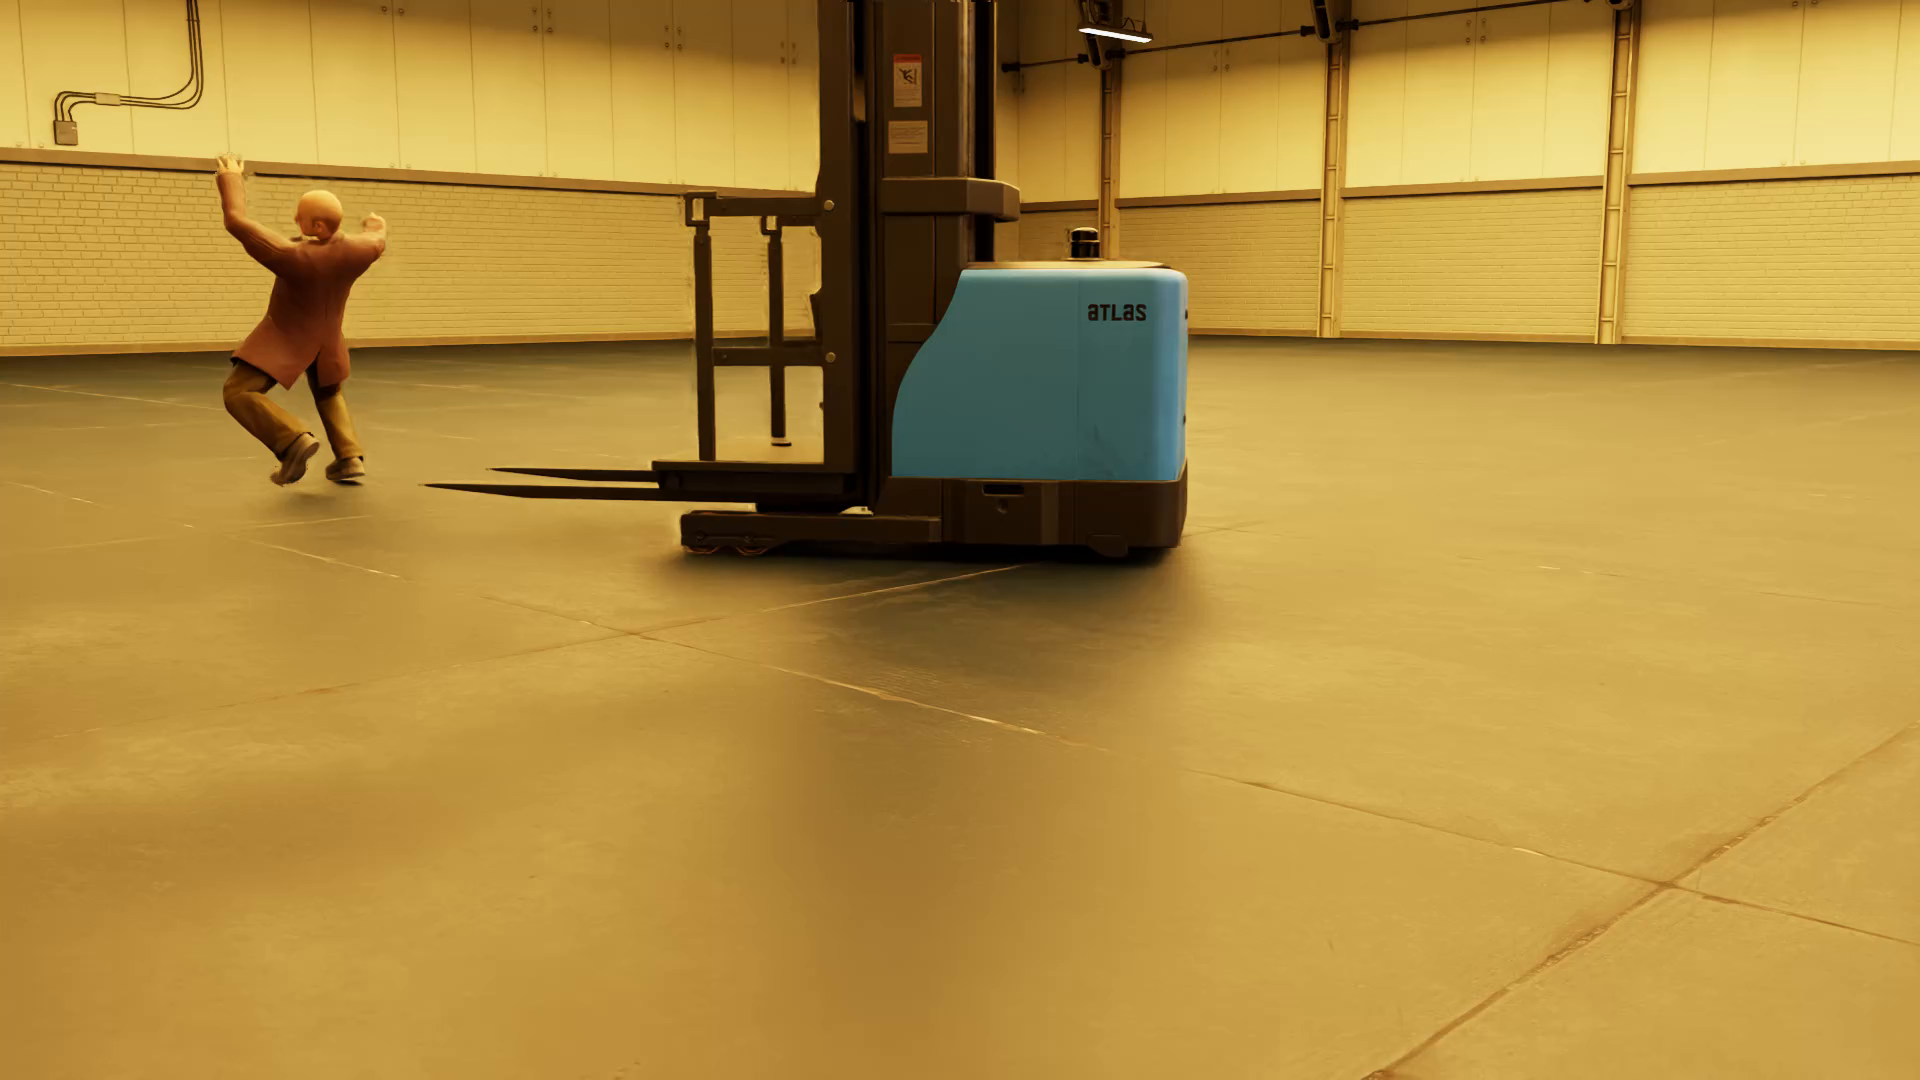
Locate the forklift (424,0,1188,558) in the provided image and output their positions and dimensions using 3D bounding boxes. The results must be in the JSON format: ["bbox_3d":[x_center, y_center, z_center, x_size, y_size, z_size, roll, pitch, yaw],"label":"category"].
[{"bbox_3d":[-0.616,-1.463,6.591,3.031,2.935,1.130,1,9,10],"label":"forklift"}]

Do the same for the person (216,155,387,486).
[{"bbox_3d":[-3.234,-1.132,8.622,0.703,1.665,1.108,4,9,25],"label":"person"}]
